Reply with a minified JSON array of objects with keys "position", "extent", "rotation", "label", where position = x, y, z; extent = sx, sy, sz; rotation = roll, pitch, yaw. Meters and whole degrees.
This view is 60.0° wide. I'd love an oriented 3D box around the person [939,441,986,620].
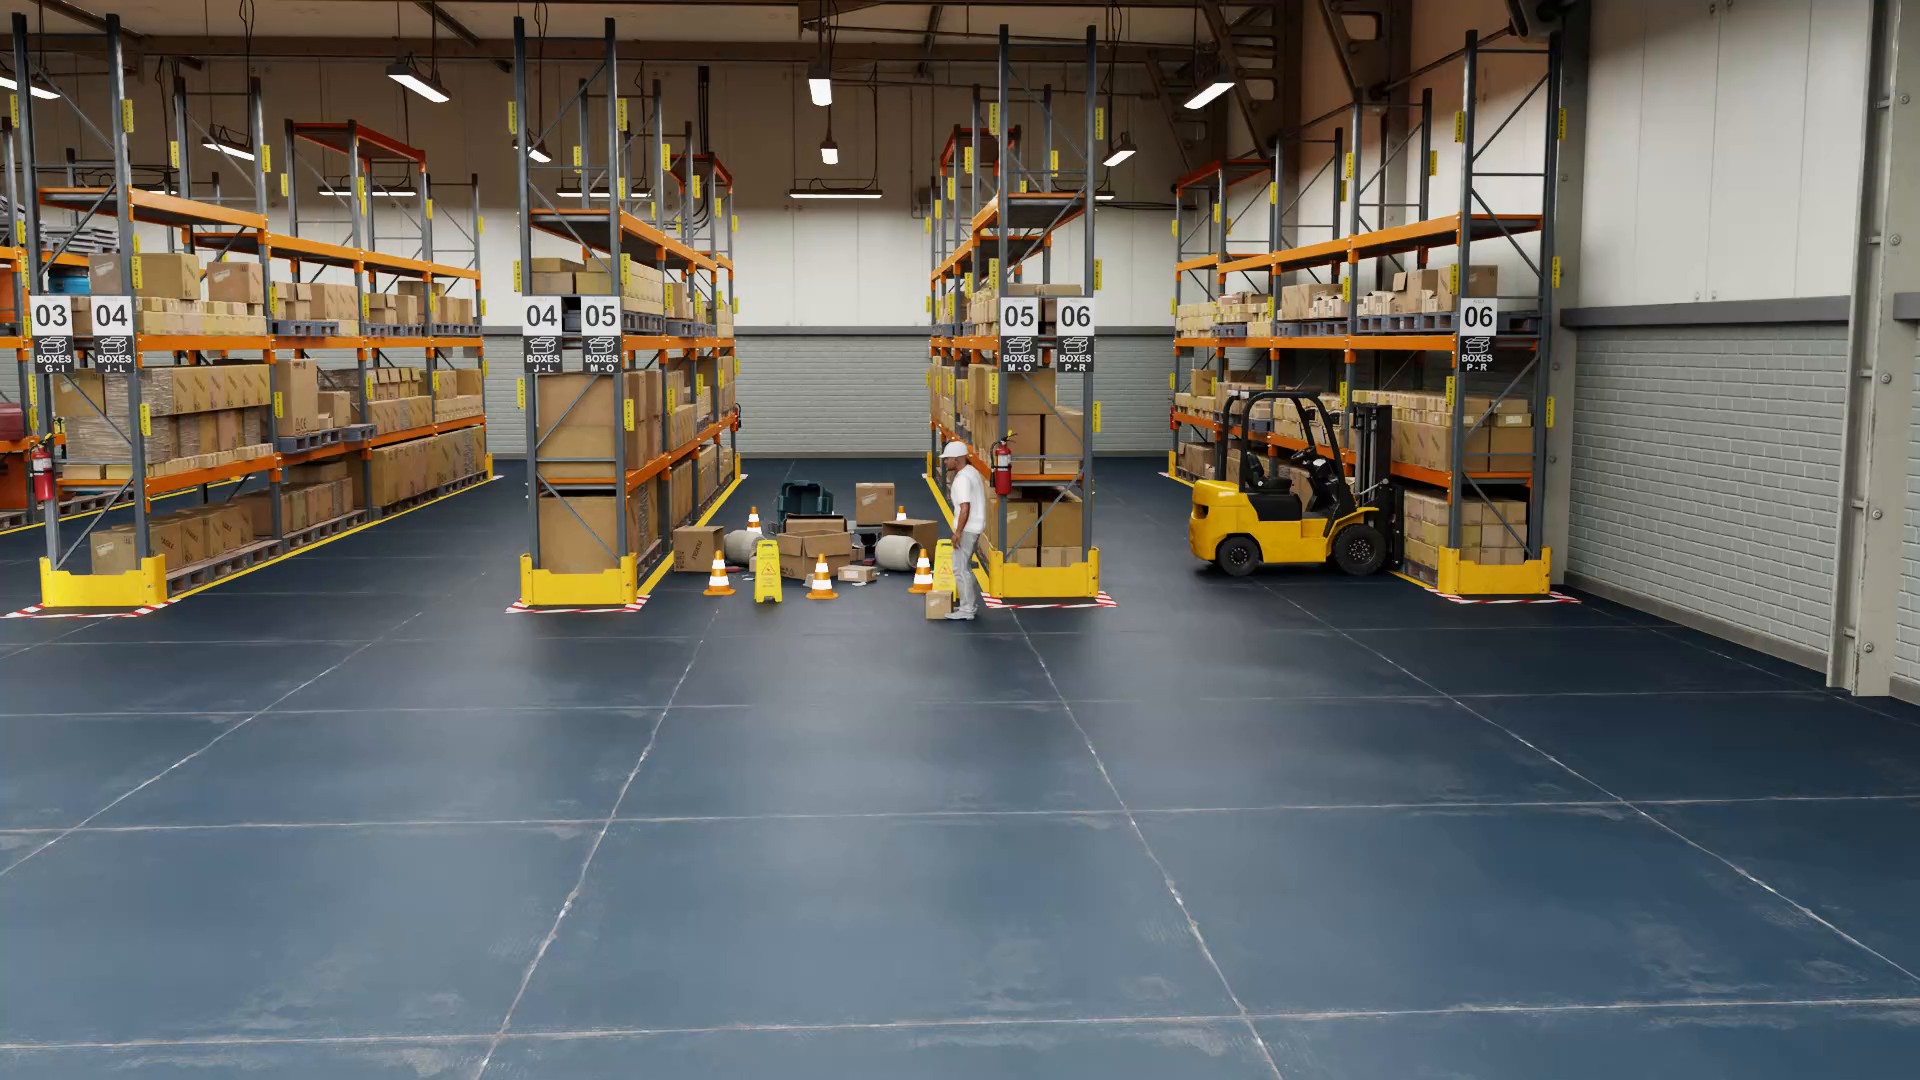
[{"position":[0.027,-0.102,16.520],"extent":[0.461,1.760,0.626],"rotation":[1,7,8],"label":"person"}]
